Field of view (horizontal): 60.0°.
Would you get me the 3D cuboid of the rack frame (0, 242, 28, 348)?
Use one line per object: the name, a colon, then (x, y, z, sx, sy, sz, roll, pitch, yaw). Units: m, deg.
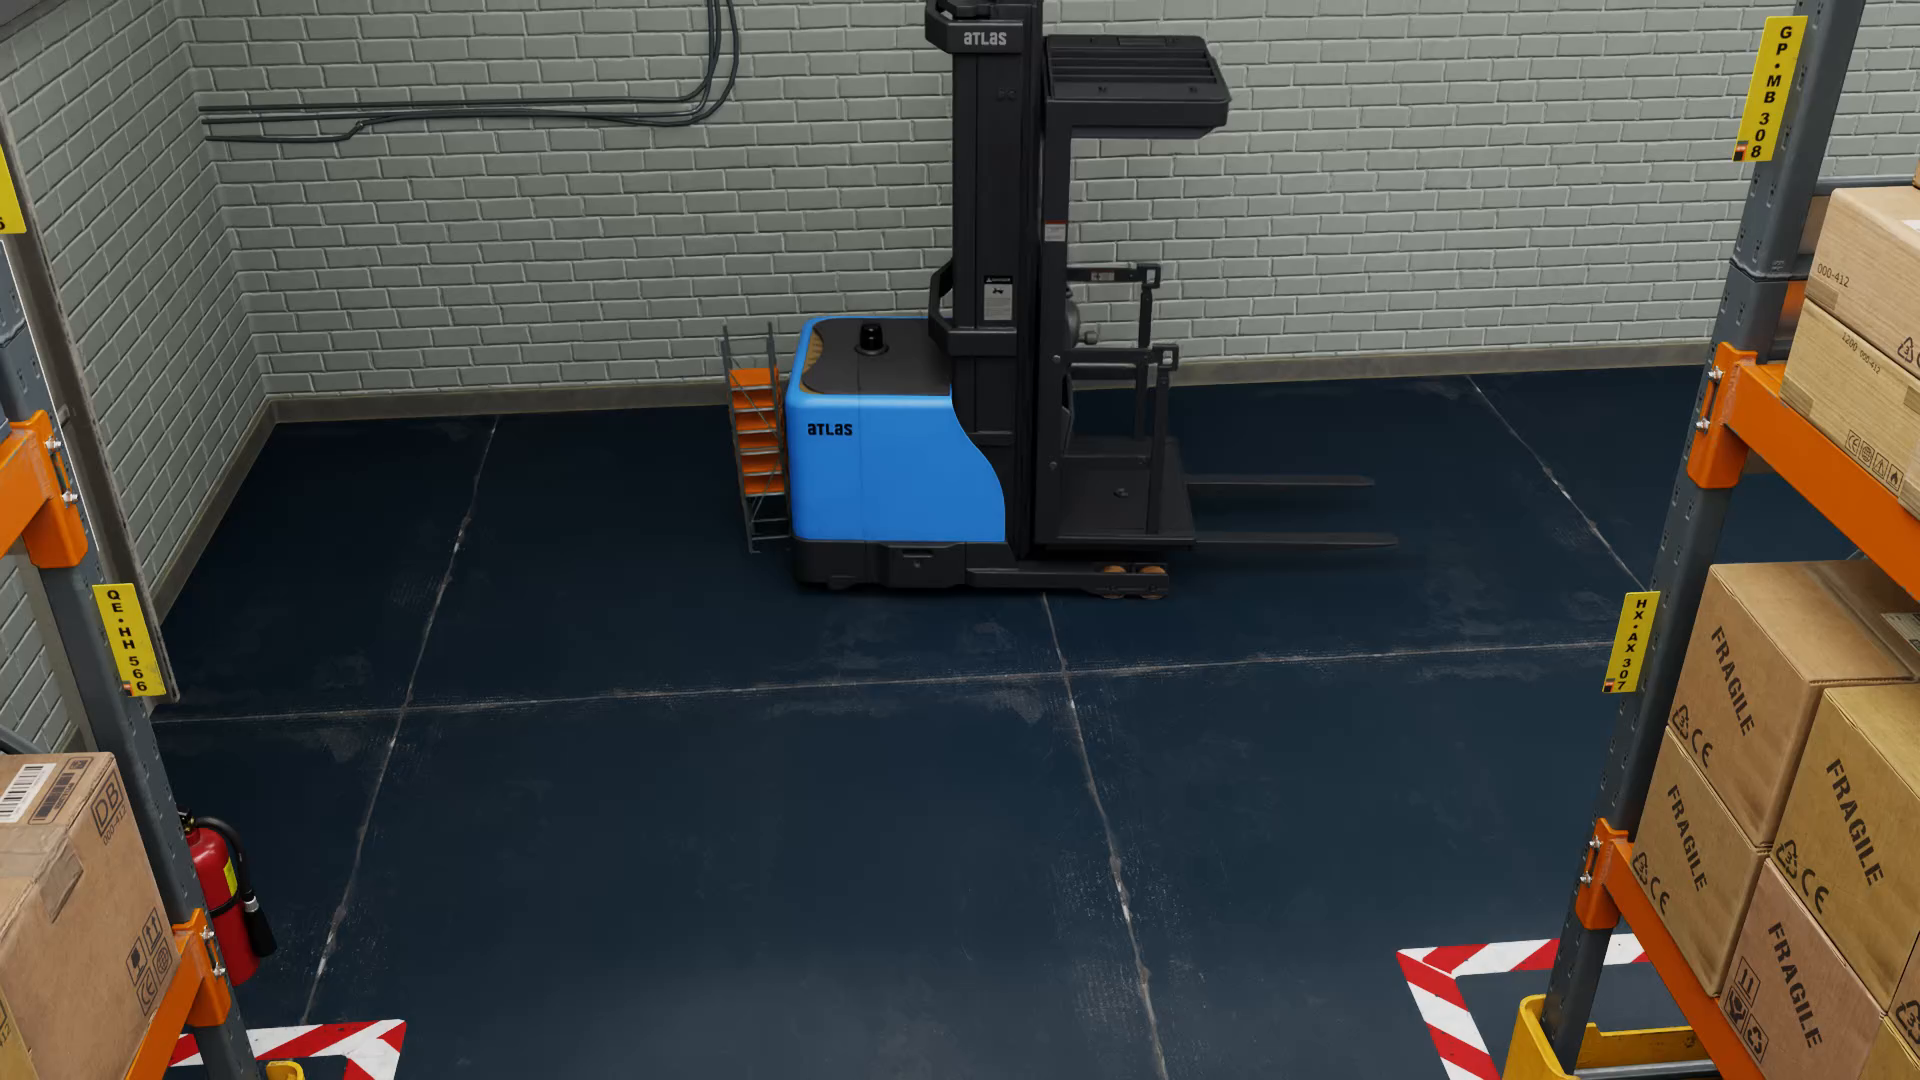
rack frame: (-2.568, -1.711, 2.839, 1.000, 3.000, 0.127, -3, 31, -5)

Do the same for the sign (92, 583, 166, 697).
sign: (-2.026, 0.247, 4.052, 0.100, 0.325, 0.005, -3, 31, -5)

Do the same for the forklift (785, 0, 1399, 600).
forklift: (0.683, -1.238, 7.965, 3.031, 2.935, 1.130, 1, 31, 1)

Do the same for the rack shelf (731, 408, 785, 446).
rack shelf: (-1.014, -0.568, 8.371, 0.258, 0.103, 0.180, -4, 31, -1)

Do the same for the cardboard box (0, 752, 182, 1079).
cardboard box: (-2.510, 0.996, 3.866, 0.980, 0.700, 0.700, -1, 31, -2)

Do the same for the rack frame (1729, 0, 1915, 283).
rack frame: (2.364, -1.950, 3.240, 1.000, 3.000, 0.127, -3, 31, -5)

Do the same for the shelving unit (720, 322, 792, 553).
shelving unit: (-1.010, -0.504, 8.410, 0.258, 1.200, 0.189, -4, 31, -1)

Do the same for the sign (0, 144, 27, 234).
sign: (-2.026, -0.788, 3.433, 0.100, 0.325, 0.005, -3, 31, -5)

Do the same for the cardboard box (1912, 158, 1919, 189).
cardboard box: (2.428, -0.873, 3.289, 0.700, 0.500, 0.500, -3, 31, -5)

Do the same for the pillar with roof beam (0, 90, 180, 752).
pillar with roof beam: (0.605, -3.254, 5.423, 9.100, 9.000, 0.400, -3, 31, -5)

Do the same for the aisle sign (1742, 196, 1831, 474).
aisle sign: (2.065, -0.512, 4.146, 0.394, 0.787, 0.004, -3, 31, -5)

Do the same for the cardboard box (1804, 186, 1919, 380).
cardboard box: (2.153, -0.538, 3.459, 0.500, 0.250, 0.500, -3, 31, -5)

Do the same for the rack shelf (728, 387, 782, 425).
rack shelf: (-1.021, -0.671, 8.310, 0.258, 0.103, 0.180, -4, 31, -1)

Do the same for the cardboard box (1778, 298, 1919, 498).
cardboard box: (2.159, -0.324, 3.588, 0.500, 0.250, 0.500, -3, 31, -5)

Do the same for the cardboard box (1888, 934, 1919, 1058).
cardboard box: (2.241, 0.914, 3.221, 0.500, 0.500, 0.500, -2, 31, -4)

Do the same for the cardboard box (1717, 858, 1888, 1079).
cardboard box: (2.196, 1.085, 3.911, 0.500, 0.500, 0.500, -3, 31, -5)

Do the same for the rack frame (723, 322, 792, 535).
rack frame: (-1.015, -0.550, 8.488, 0.240, 1.200, 0.006, -4, 31, -1)

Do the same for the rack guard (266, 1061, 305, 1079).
rack guard: (-2.570, 1.925, 5.039, 1.175, 0.500, 0.348, -3, 31, -5)

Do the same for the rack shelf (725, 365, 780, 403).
rack shelf: (-1.027, -0.774, 8.248, 0.258, 0.103, 0.180, -4, 31, -1)

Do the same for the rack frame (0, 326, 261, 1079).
rack frame: (-2.568, 0.864, 4.378, 1.000, 3.000, 0.127, -3, 31, -5)

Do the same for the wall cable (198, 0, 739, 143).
wall cable: (-2.740, -3.283, 8.499, 3.097, 2.526, 0.112, -3, 31, -5)

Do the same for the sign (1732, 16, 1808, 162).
sign: (1.824, -1.012, 3.741, 0.100, 0.325, 0.005, -3, 31, -5)

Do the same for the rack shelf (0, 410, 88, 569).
rack shelf: (-2.381, 0.907, 2.083, 1.077, 0.370, 4.000, -3, 31, -5)

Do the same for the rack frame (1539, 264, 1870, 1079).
rack frame: (2.364, 0.625, 4.778, 1.000, 3.000, 0.127, -3, 31, -5)

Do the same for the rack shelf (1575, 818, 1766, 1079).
rack shelf: (2.551, 1.955, 3.253, 1.077, 0.370, 4.000, -3, 31, -5)

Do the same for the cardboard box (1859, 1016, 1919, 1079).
cardboard box: (2.240, 1.341, 3.482, 0.500, 0.500, 0.500, -3, 31, -5)

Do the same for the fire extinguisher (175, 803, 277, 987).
fire extinguisher: (-2.122, 0.959, 4.659, 0.296, 0.674, 0.183, -3, 31, -5)

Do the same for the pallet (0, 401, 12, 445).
pallet: (-2.488, -0.007, 2.998, 1.003, 0.211, 1.213, -3, 31, -5)

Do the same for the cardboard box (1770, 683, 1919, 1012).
cardboard box: (2.199, 0.659, 3.649, 0.500, 0.500, 0.500, -2, 31, -4)

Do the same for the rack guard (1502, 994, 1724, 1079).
rack guard: (2.371, 1.737, 5.354, 1.175, 0.500, 0.348, -3, 31, -5)

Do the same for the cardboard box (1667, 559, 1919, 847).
cardboard box: (2.143, 0.392, 4.096, 0.500, 0.500, 0.500, -2, 31, -3)

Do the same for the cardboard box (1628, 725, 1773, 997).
cardboard box: (2.143, 0.821, 4.352, 0.500, 0.500, 0.500, -2, 31, -4)

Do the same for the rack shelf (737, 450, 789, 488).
rack shelf: (-1.001, -0.363, 8.494, 0.258, 0.103, 0.180, -4, 31, -1)

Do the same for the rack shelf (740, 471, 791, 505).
rack shelf: (-0.995, -0.260, 8.556, 0.258, 0.103, 0.180, -4, 31, -1)

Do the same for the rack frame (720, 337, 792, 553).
rack frame: (-1.005, -0.457, 8.331, 0.240, 1.200, 0.006, -4, 31, -1)

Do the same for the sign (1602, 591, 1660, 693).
sign: (1.824, 0.280, 4.512, 0.100, 0.325, 0.005, -3, 31, -5)

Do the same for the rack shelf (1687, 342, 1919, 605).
rack shelf: (2.551, 0.667, 2.484, 1.077, 0.370, 4.000, -3, 31, -5)

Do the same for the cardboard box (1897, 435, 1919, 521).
cardboard box: (2.193, -0.068, 3.159, 0.500, 0.250, 0.500, -3, 31, -5)

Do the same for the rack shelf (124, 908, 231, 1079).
rack shelf: (-2.381, 2.194, 2.853, 1.077, 0.370, 4.000, -3, 31, -5)

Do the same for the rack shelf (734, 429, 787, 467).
rack shelf: (-1.008, -0.466, 8.433, 0.258, 0.103, 0.180, -4, 31, -1)

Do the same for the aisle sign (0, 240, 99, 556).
aisle sign: (-2.276, -0.303, 3.797, 0.394, 0.787, 0.004, -3, 31, -5)
